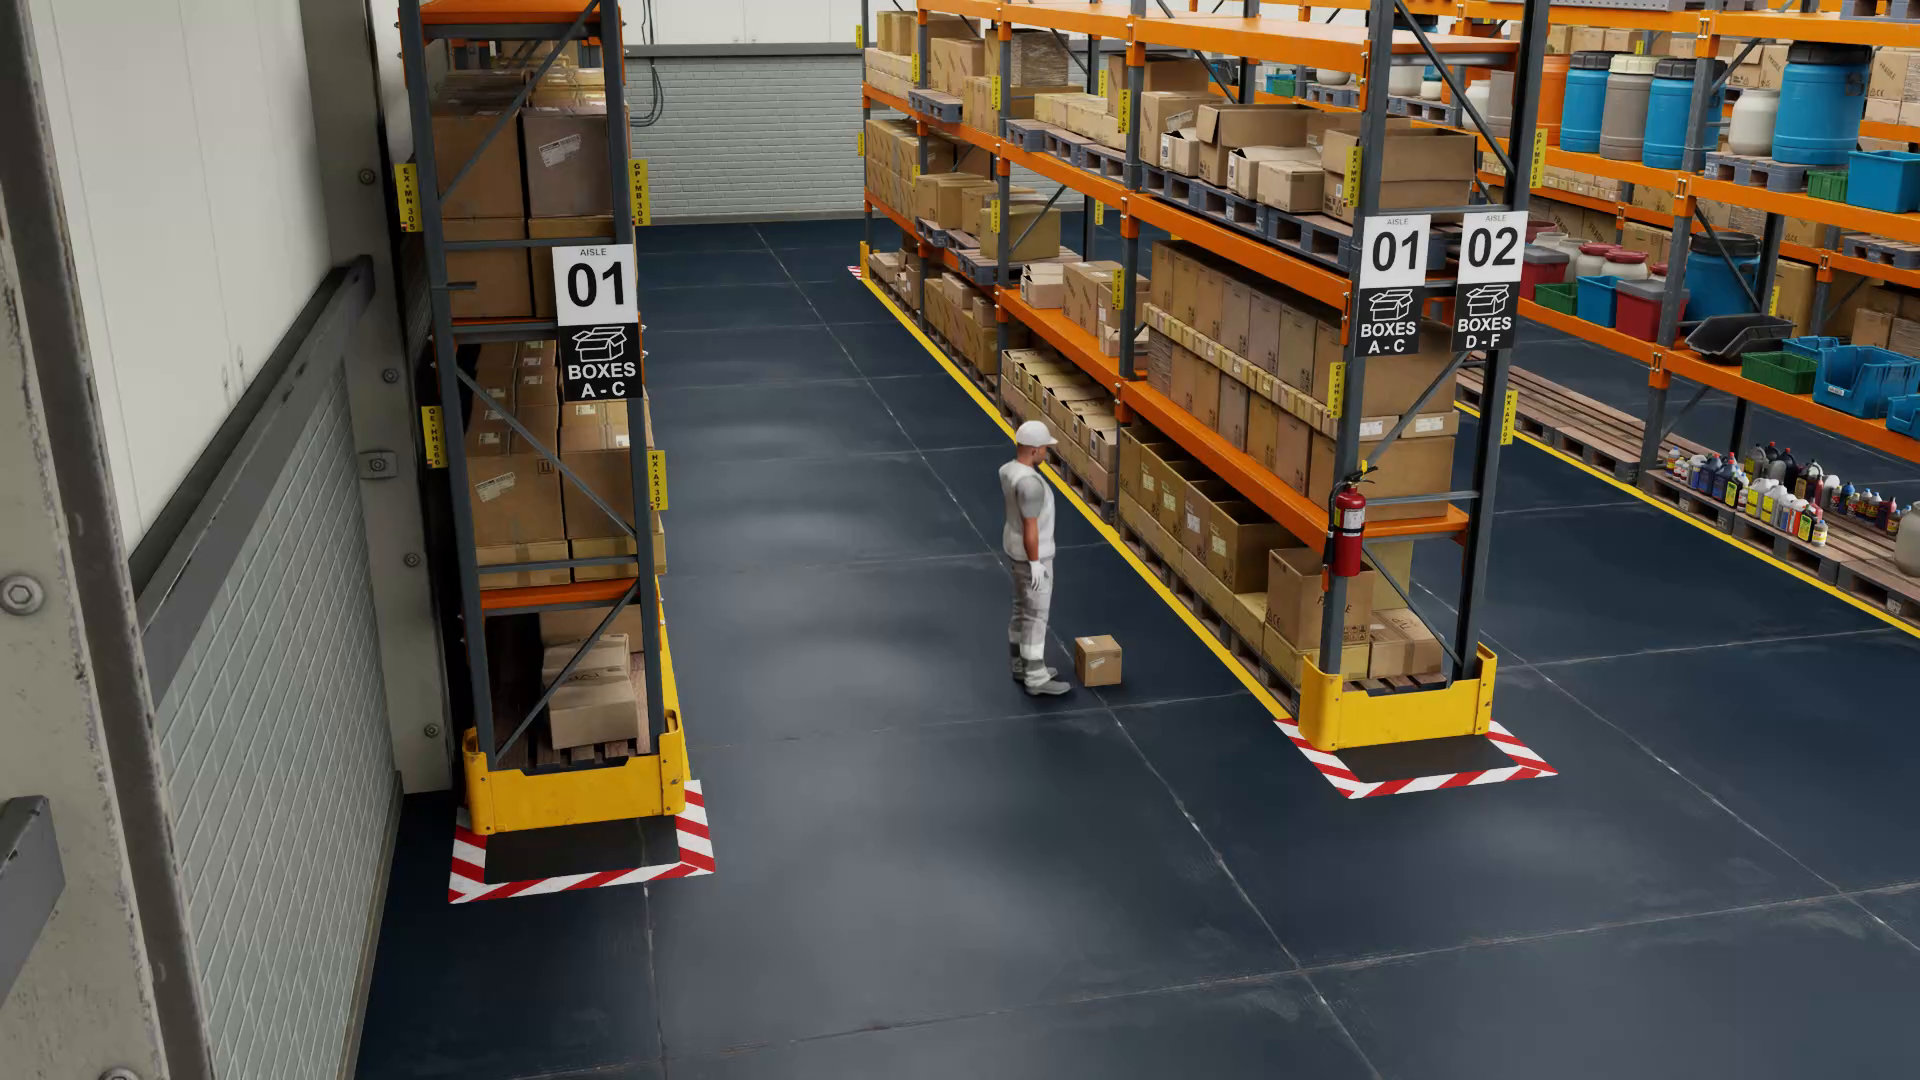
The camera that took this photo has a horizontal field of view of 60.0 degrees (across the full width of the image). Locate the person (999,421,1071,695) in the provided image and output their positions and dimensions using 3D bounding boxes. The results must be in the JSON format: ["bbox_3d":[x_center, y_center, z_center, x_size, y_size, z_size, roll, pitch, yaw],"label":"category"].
[{"bbox_3d":[0.483,0.100,10.712,0.413,1.788,0.535,-4,20,-12],"label":"person"}]
